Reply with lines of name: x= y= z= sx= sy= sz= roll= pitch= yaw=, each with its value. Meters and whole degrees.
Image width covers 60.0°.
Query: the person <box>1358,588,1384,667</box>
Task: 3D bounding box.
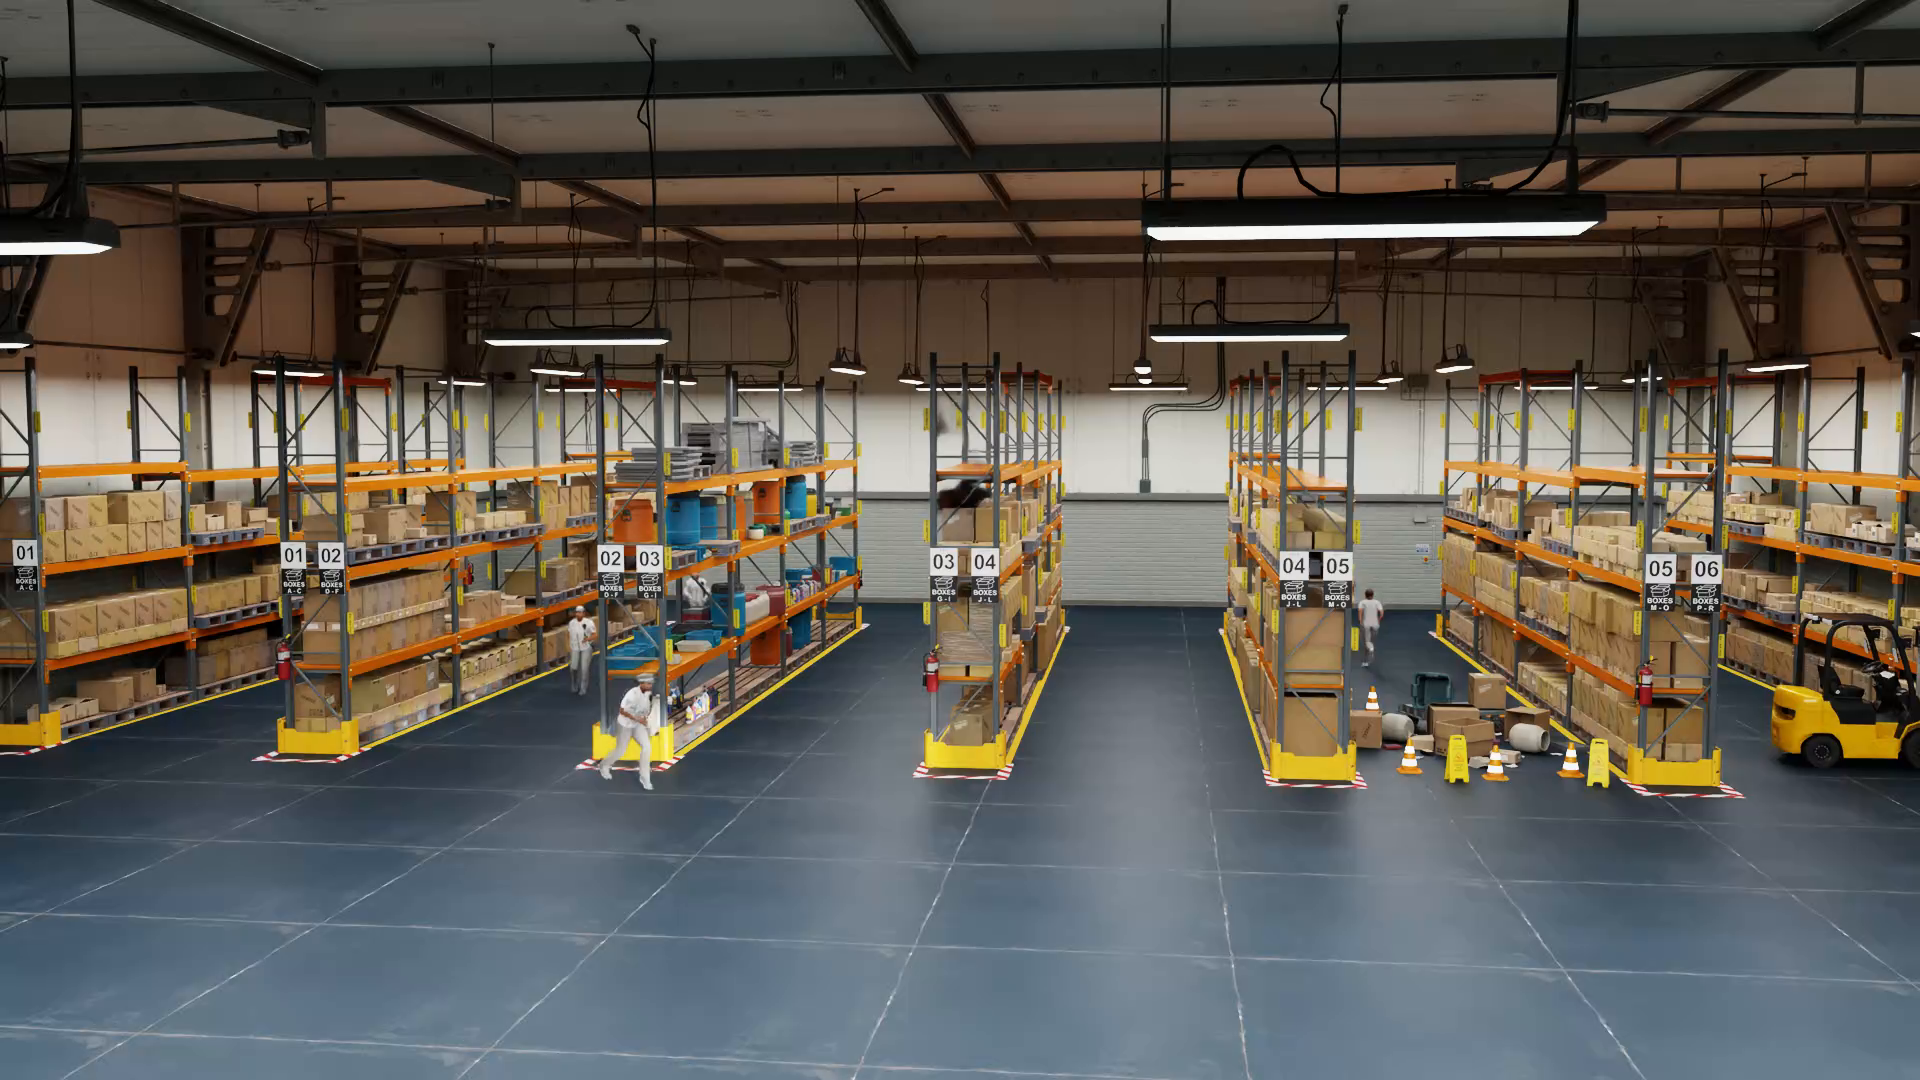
person: x=8.372 y=1.817 z=33.866 sx=0.538 sy=1.614 sz=0.786 roll=0 pitch=4 yaw=6

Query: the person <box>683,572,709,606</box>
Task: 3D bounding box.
person: x=-6.131 y=1.444 z=38.657 sx=0.601 sy=1.668 sz=0.546 roll=-1 pitch=4 yaw=-8

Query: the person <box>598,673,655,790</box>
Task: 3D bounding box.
person: x=-4.593 y=2.615 z=22.931 sx=0.981 sy=1.647 sz=0.615 roll=2 pitch=5 yaw=28

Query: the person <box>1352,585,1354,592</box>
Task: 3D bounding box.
person: x=8.788 y=1.423 z=38.418 sx=0.703 sy=1.731 sz=0.575 roll=-2 pitch=5 yaw=-32

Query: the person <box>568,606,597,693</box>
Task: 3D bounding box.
person: x=-6.965 y=2.022 z=30.552 sx=0.587 sy=1.633 sz=0.583 roll=0 pitch=4 yaw=1
